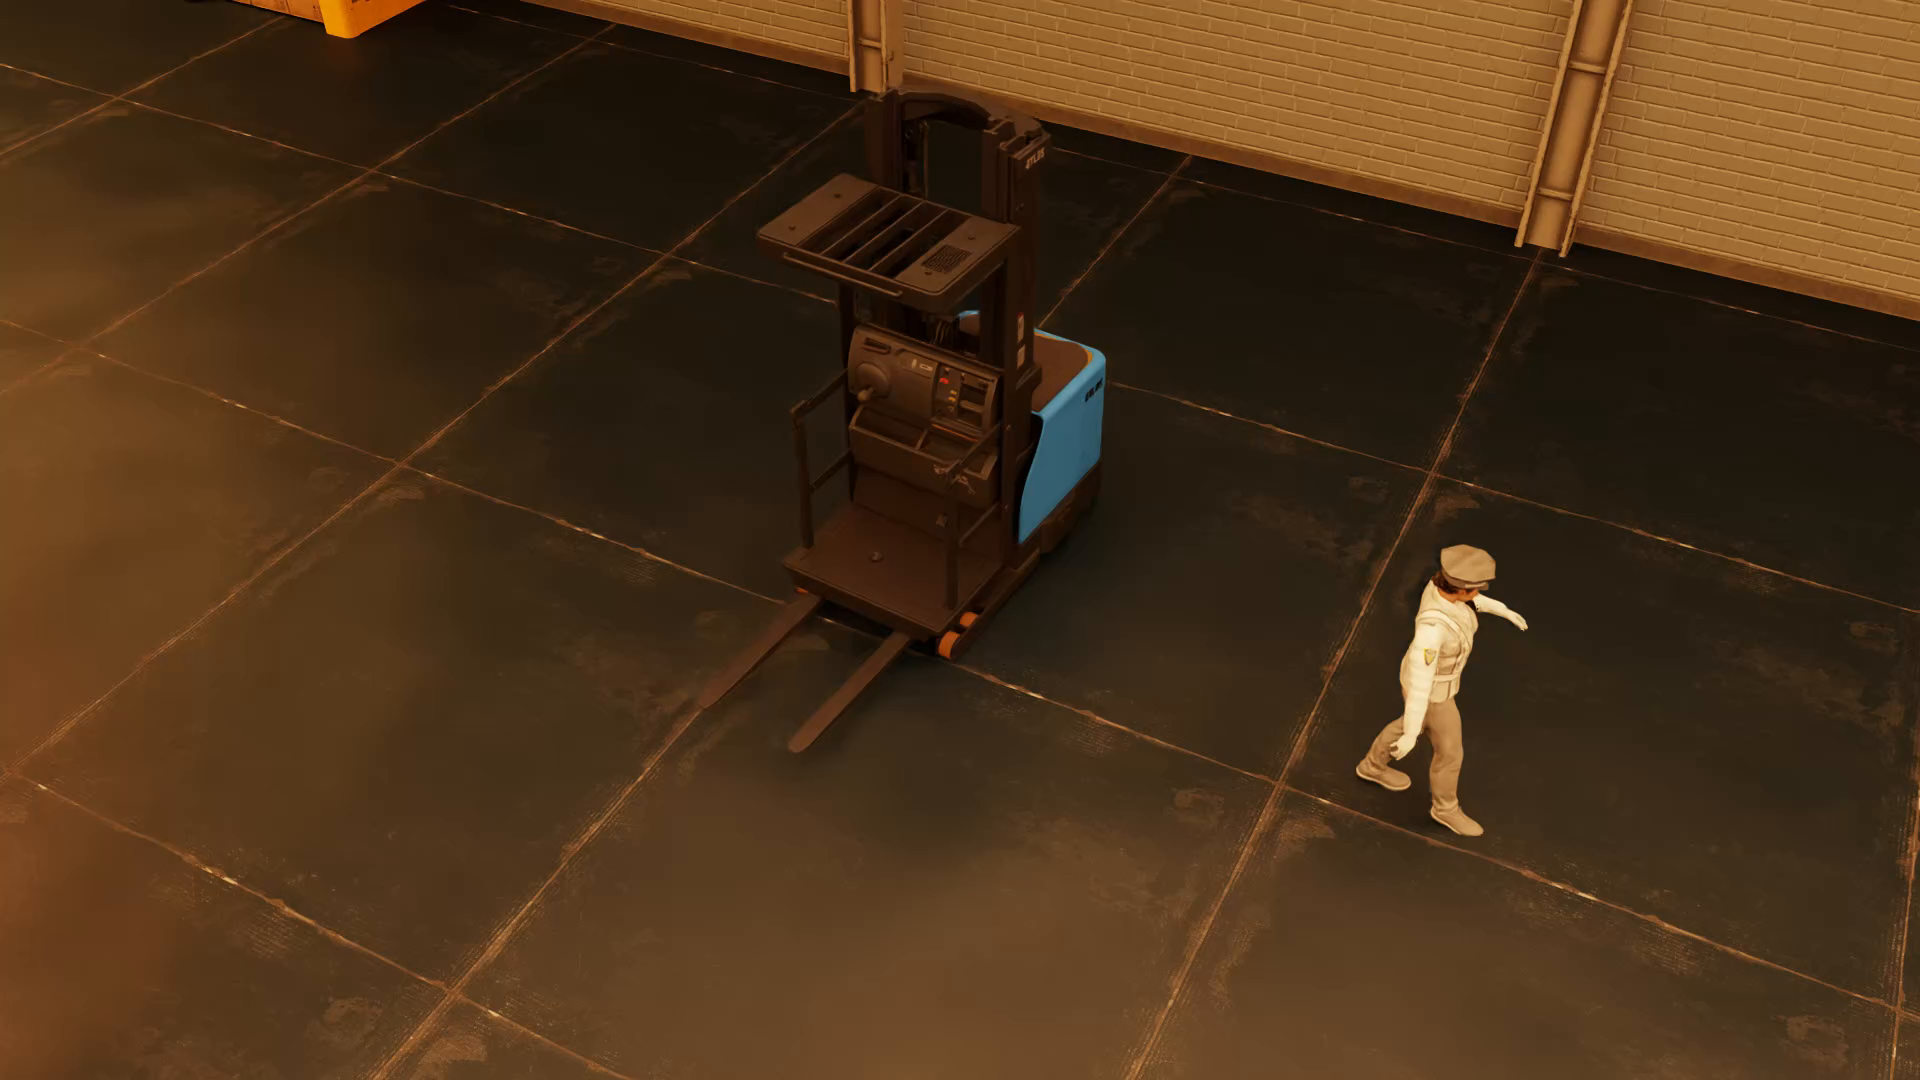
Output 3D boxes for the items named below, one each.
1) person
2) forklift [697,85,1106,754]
[{"bbox_3d":[2.380,0.754,8.119,0.684,1.664,0.912,13,42,14],"label":"person"},{"bbox_3d":[-0.320,-0.786,8.919,1.130,2.935,3.031,22,45,24],"label":"forklift"}]
